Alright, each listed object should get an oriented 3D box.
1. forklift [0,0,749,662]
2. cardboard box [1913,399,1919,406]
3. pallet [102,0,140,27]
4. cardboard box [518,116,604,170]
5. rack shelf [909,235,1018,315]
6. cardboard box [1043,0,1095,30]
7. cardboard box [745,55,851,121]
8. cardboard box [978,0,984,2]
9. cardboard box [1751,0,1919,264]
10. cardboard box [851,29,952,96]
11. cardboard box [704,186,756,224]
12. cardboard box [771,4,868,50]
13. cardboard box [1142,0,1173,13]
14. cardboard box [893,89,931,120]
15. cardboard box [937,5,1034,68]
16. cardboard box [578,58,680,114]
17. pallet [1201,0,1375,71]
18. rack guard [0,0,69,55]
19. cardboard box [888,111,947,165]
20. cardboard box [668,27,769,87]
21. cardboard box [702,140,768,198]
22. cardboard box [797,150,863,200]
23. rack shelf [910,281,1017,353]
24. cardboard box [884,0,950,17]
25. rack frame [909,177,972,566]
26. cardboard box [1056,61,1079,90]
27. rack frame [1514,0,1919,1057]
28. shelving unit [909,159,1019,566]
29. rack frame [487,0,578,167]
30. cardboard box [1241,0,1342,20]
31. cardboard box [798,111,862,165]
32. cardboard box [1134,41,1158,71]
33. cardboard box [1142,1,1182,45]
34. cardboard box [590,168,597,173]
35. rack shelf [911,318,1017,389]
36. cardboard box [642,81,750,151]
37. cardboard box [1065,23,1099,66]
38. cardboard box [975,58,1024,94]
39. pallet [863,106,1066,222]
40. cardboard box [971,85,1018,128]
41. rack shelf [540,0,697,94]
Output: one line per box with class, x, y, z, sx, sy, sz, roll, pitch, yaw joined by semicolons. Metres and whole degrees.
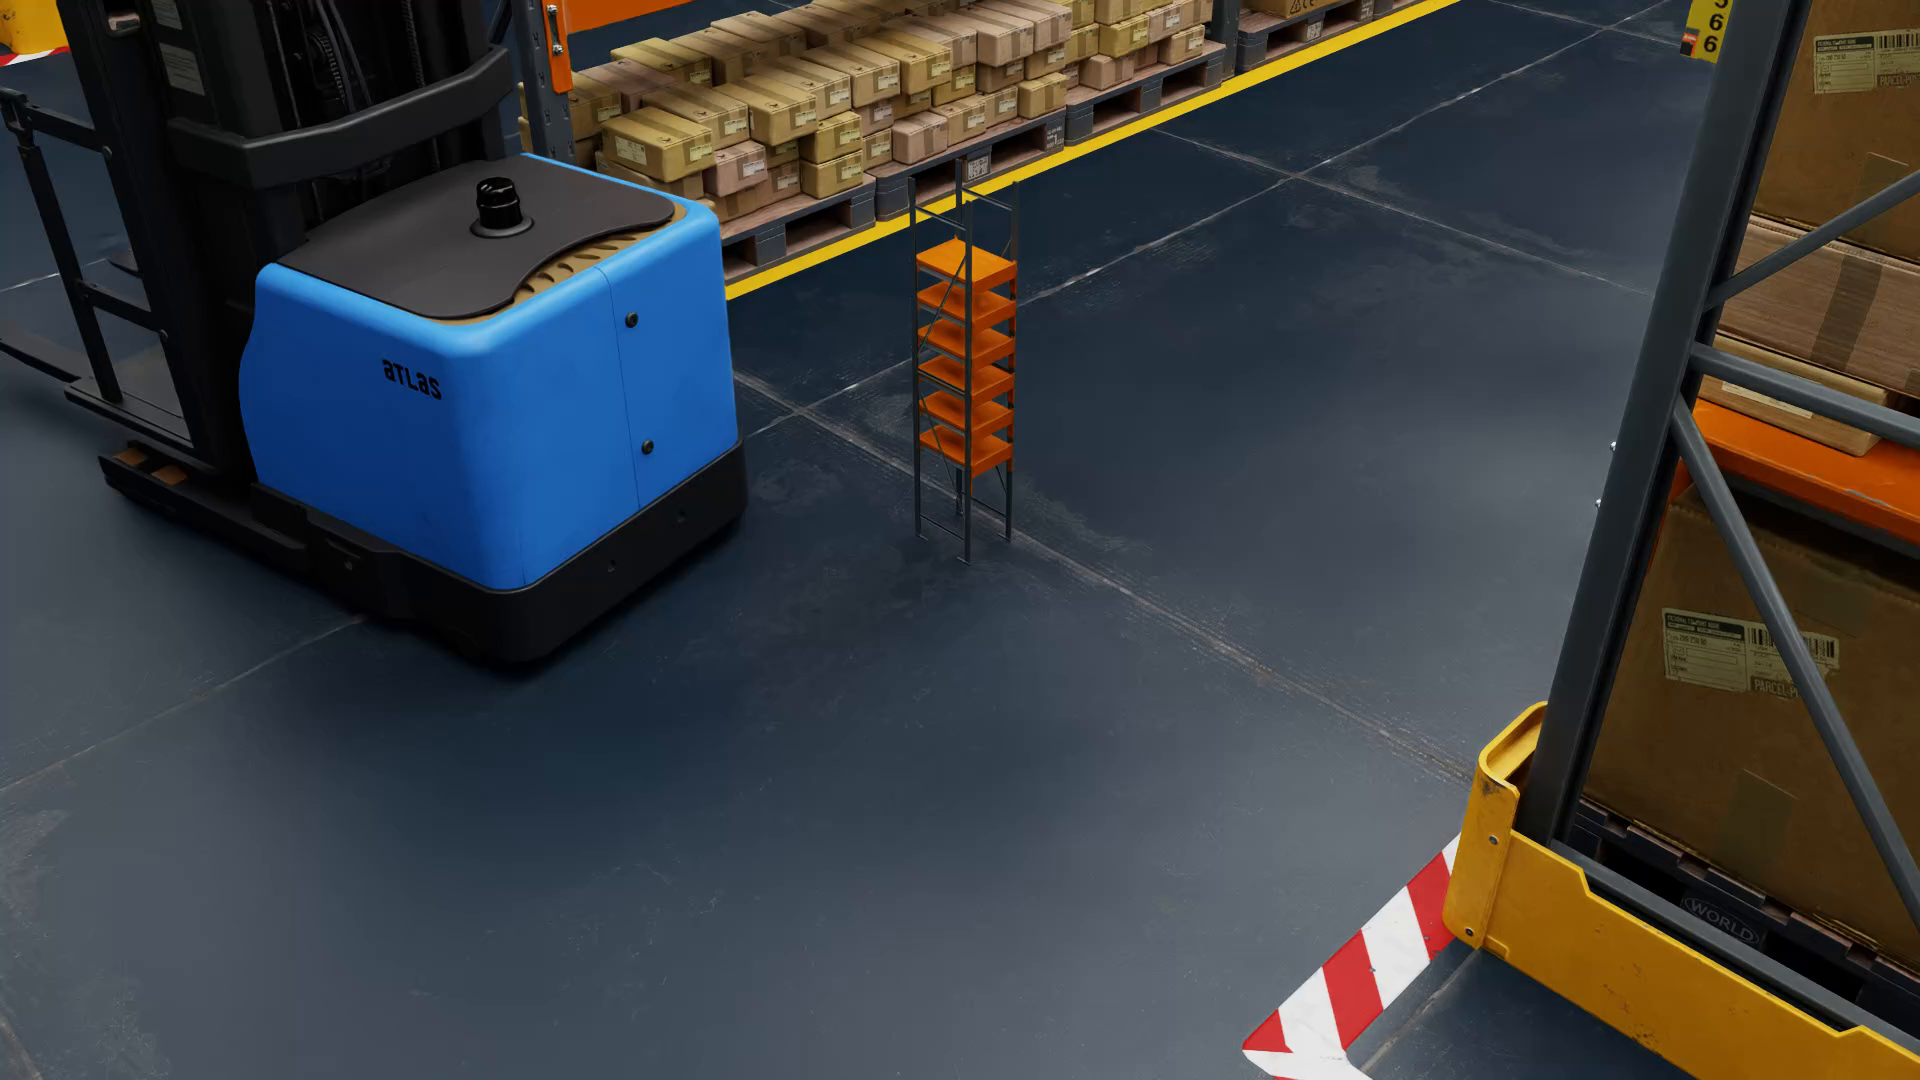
forklift;-2.185;-1.505;4.846;3.031;2.935;1.130;21;40;27
cardboard box;1.871;-0.449;3.491;0.250;0.149;0.380;-29;44;-35
pallet;-4.853;-3.375;9.905;1.003;0.211;1.213;30;45;35
cardboard box;-1.608;-1.663;6.877;0.380;0.149;0.250;28;44;34
rack shelf;0.010;-0.757;4.735;0.258;0.103;0.180;30;45;35
cardboard box;0.415;-2.532;7.864;0.250;0.149;0.380;-28;44;-34
cardboard box;-0.673;-1.876;6.923;0.380;0.149;0.250;27;43;33
cardboard box;0.105;-2.697;8.100;0.380;0.149;0.250;28;44;34
cardboard box;1.828;-0.840;3.048;0.500;0.500;0.500;-29;44;-35
cardboard box;-0.254;-2.073;7.206;0.250;0.149;0.380;-29;44;-35
cardboard box;-1.054;-1.434;6.810;0.380;0.149;0.250;29;44;35
cardboard box;-0.632;-2.281;7.503;0.380;0.149;0.250;28;44;34
cardboard box;0.823;-2.710;8.119;0.250;0.149;0.380;-29;44;-35
cardboard box;-0.344;-1.999;7.360;0.250;0.149;0.380;-27;43;-33
cardboard box;0.108;-2.271;7.489;0.380;0.149;0.250;28;44;34
cardboard box;-1.366;-1.851;6.887;0.250;0.149;0.380;-29;44;-35
pallet;1.589;-3.005;9.374;1.003;0.211;1.213;30;45;35
rack guard;-5.378;-3.127;9.297;1.175;0.500;0.348;30;45;35
cardboard box;-0.277;-1.806;7.342;0.380;0.149;0.250;27;43;33
cardboard box;-1.046;-2.087;7.226;0.380;0.149;0.250;28;43;34
cardboard box;-0.993;-1.531;6.688;0.380;0.149;0.250;29;44;35
cardboard box;-0.626;-1.597;7.043;0.250;0.149;0.380;-29;44;-35
rack shelf;0.010;-0.658;4.803;0.258;0.103;0.180;30;45;35
cardboard box;-0.266;-2.483;7.793;0.380;0.149;0.250;28;43;34
rack frame;-0.054;-0.461;4.862;0.240;1.200;0.006;30;45;35
cardboard box;0.352;-2.276;8.016;0.380;0.149;0.250;28;44;34
rack frame;1.672;-0.168;2.869;1.000;3.000;0.127;30;45;35
shelving unit;0.010;-0.498;4.915;0.258;1.200;0.189;30;45;35
rack frame;-1.777;-2.208;5.794;1.000;3.000;0.127;30;45;35
cardboard box;1.750;-3.172;8.995;0.500;0.500;0.500;-28;44;-34
cardboard box;-0.625;-1.726;6.968;0.250;0.149;0.380;-28;44;-34
cardboard box;0.764;-2.467;8.290;0.250;0.149;0.380;-29;44;-34
cardboard box;0.863;-2.586;8.201;0.380;0.149;0.250;27;43;33
cardboard box;-1.554;-1.509;6.917;0.250;0.149;0.380;-29;44;-35
rack shelf;0.010;-0.560;4.872;0.258;0.103;0.180;30;45;35
cardboard box;-1.058;-1.692;6.658;0.250;0.149;0.380;-29;44;-35
cardboard box;0.441;-2.408;7.946;0.250;0.149;0.380;-29;44;-35
cardboard box;0.072;-2.196;7.642;0.380;0.149;0.250;27;43;33
pallet;-0.267;-1.904;7.795;1.003;0.211;1.213;30;45;35
cardboard box;0.046;-2.040;7.678;0.250;0.149;0.380;-29;44;-35
rack shelf;-0.368;-2.725;7.164;1.077;0.370;4.000;30;45;35
